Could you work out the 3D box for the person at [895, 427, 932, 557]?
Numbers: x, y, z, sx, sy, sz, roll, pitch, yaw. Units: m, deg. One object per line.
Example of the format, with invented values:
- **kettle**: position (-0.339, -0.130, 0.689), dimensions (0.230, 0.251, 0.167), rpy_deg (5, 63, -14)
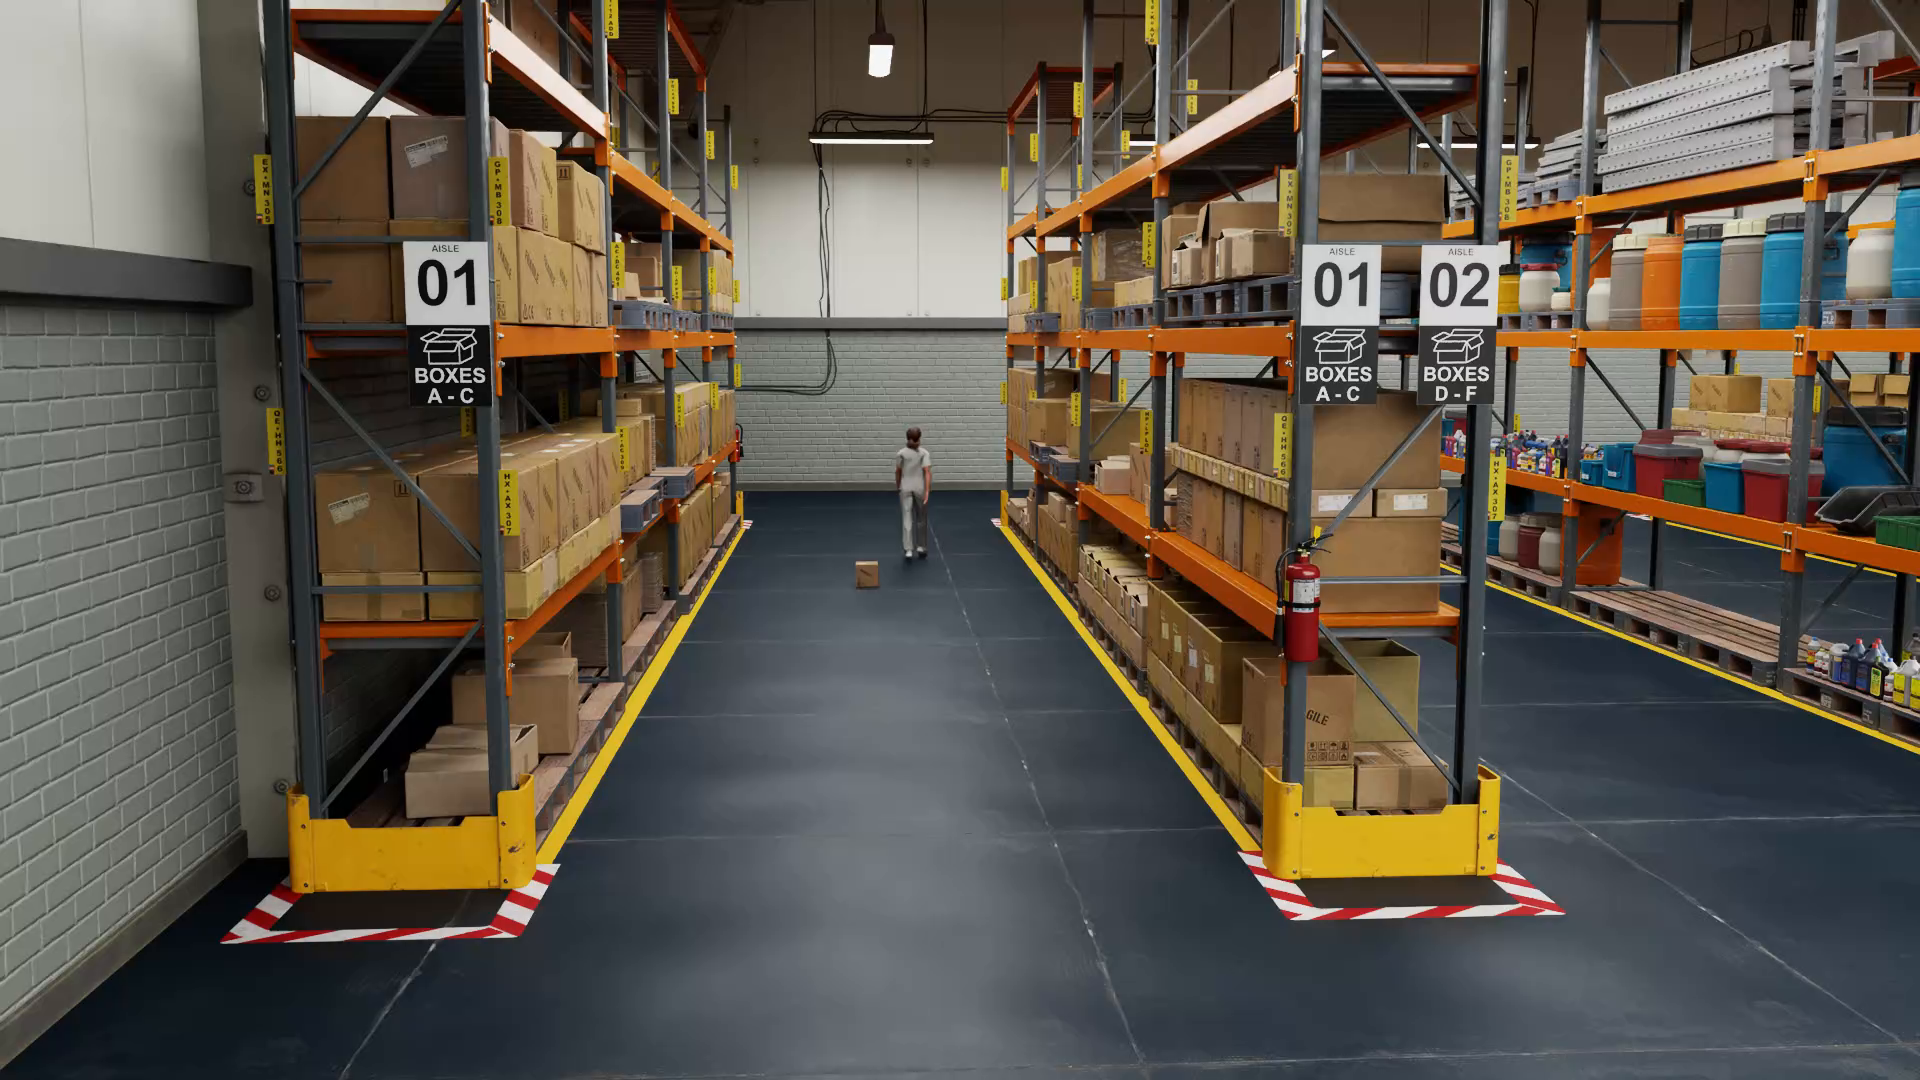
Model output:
- **person**: position (-0.580, -0.619, 20.808), dimensions (0.467, 1.601, 1.052), rpy_deg (0, 7, 2)
